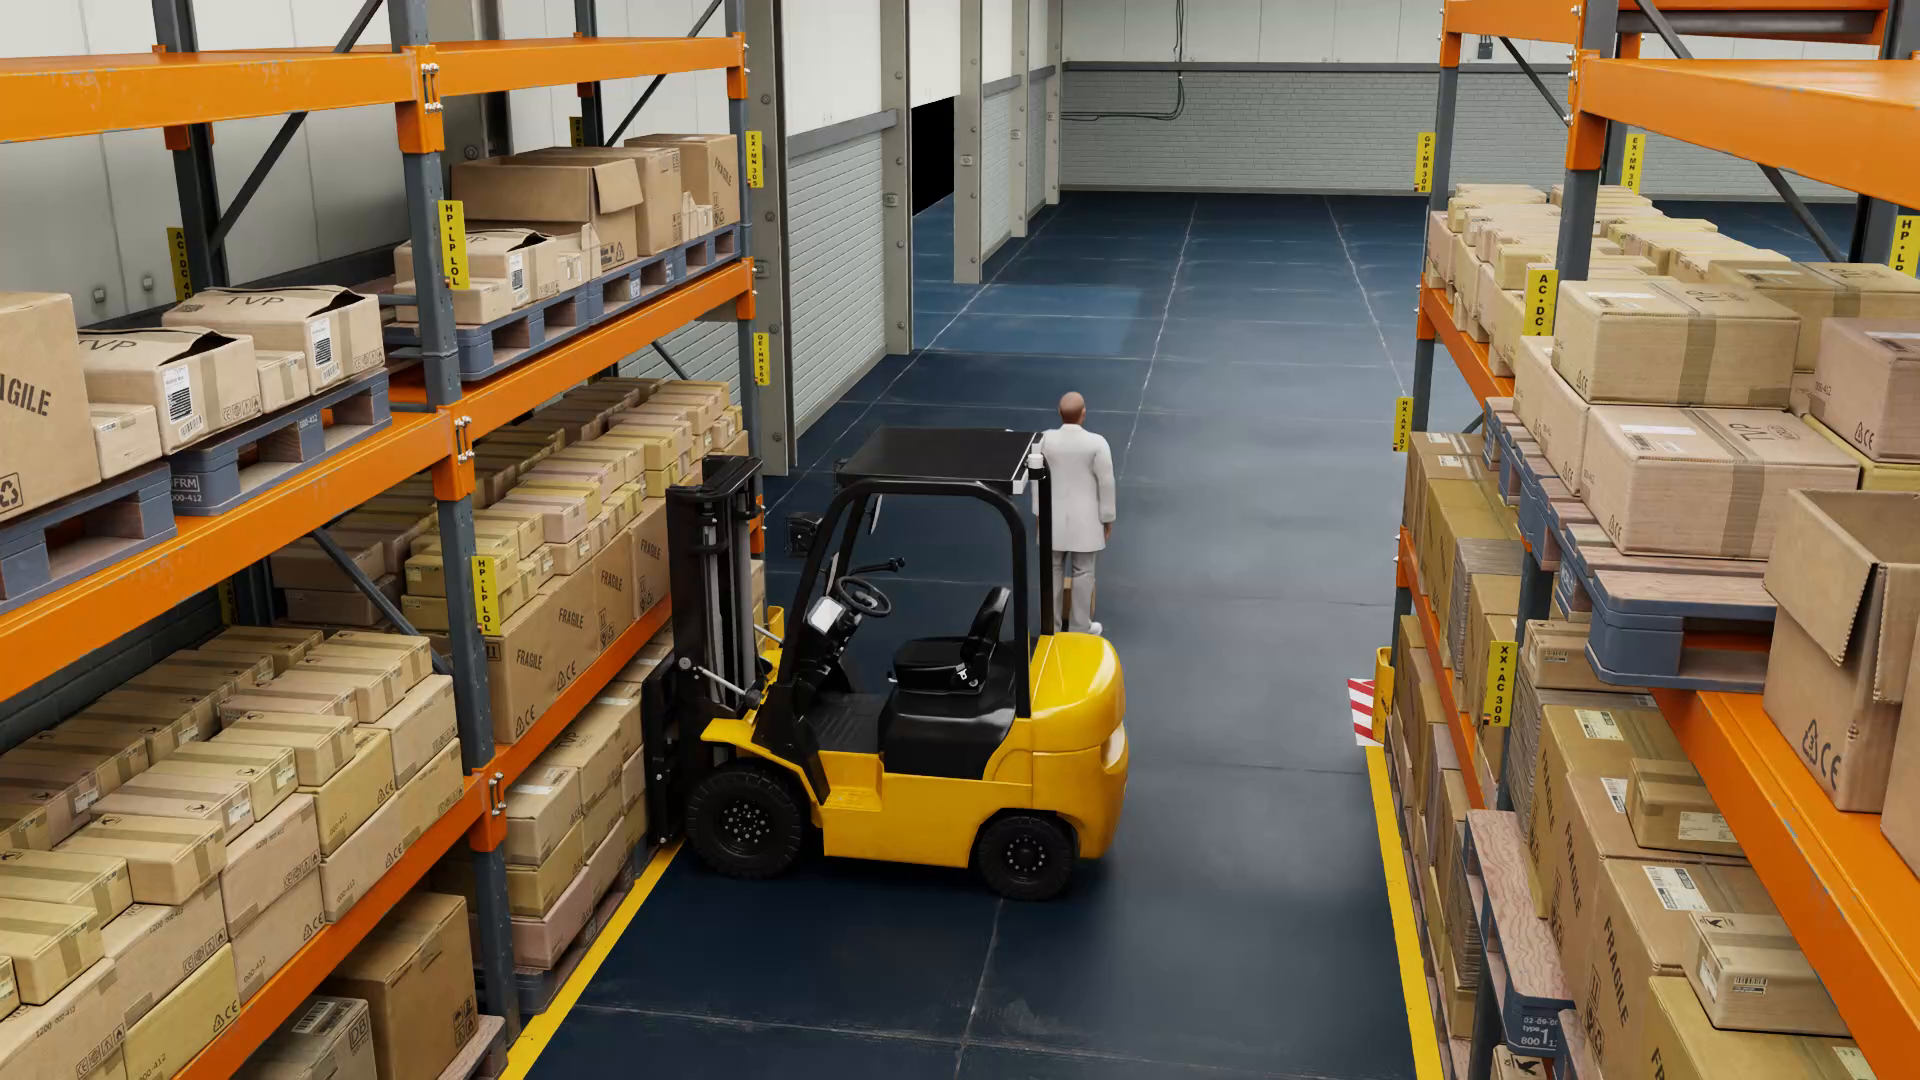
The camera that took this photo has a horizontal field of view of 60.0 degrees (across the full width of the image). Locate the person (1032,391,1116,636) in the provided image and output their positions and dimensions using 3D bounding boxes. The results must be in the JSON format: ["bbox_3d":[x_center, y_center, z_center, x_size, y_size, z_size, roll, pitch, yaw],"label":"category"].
[{"bbox_3d":[0.791,-0.062,11.547,0.588,1.564,0.386,4,18,14],"label":"person"}]
